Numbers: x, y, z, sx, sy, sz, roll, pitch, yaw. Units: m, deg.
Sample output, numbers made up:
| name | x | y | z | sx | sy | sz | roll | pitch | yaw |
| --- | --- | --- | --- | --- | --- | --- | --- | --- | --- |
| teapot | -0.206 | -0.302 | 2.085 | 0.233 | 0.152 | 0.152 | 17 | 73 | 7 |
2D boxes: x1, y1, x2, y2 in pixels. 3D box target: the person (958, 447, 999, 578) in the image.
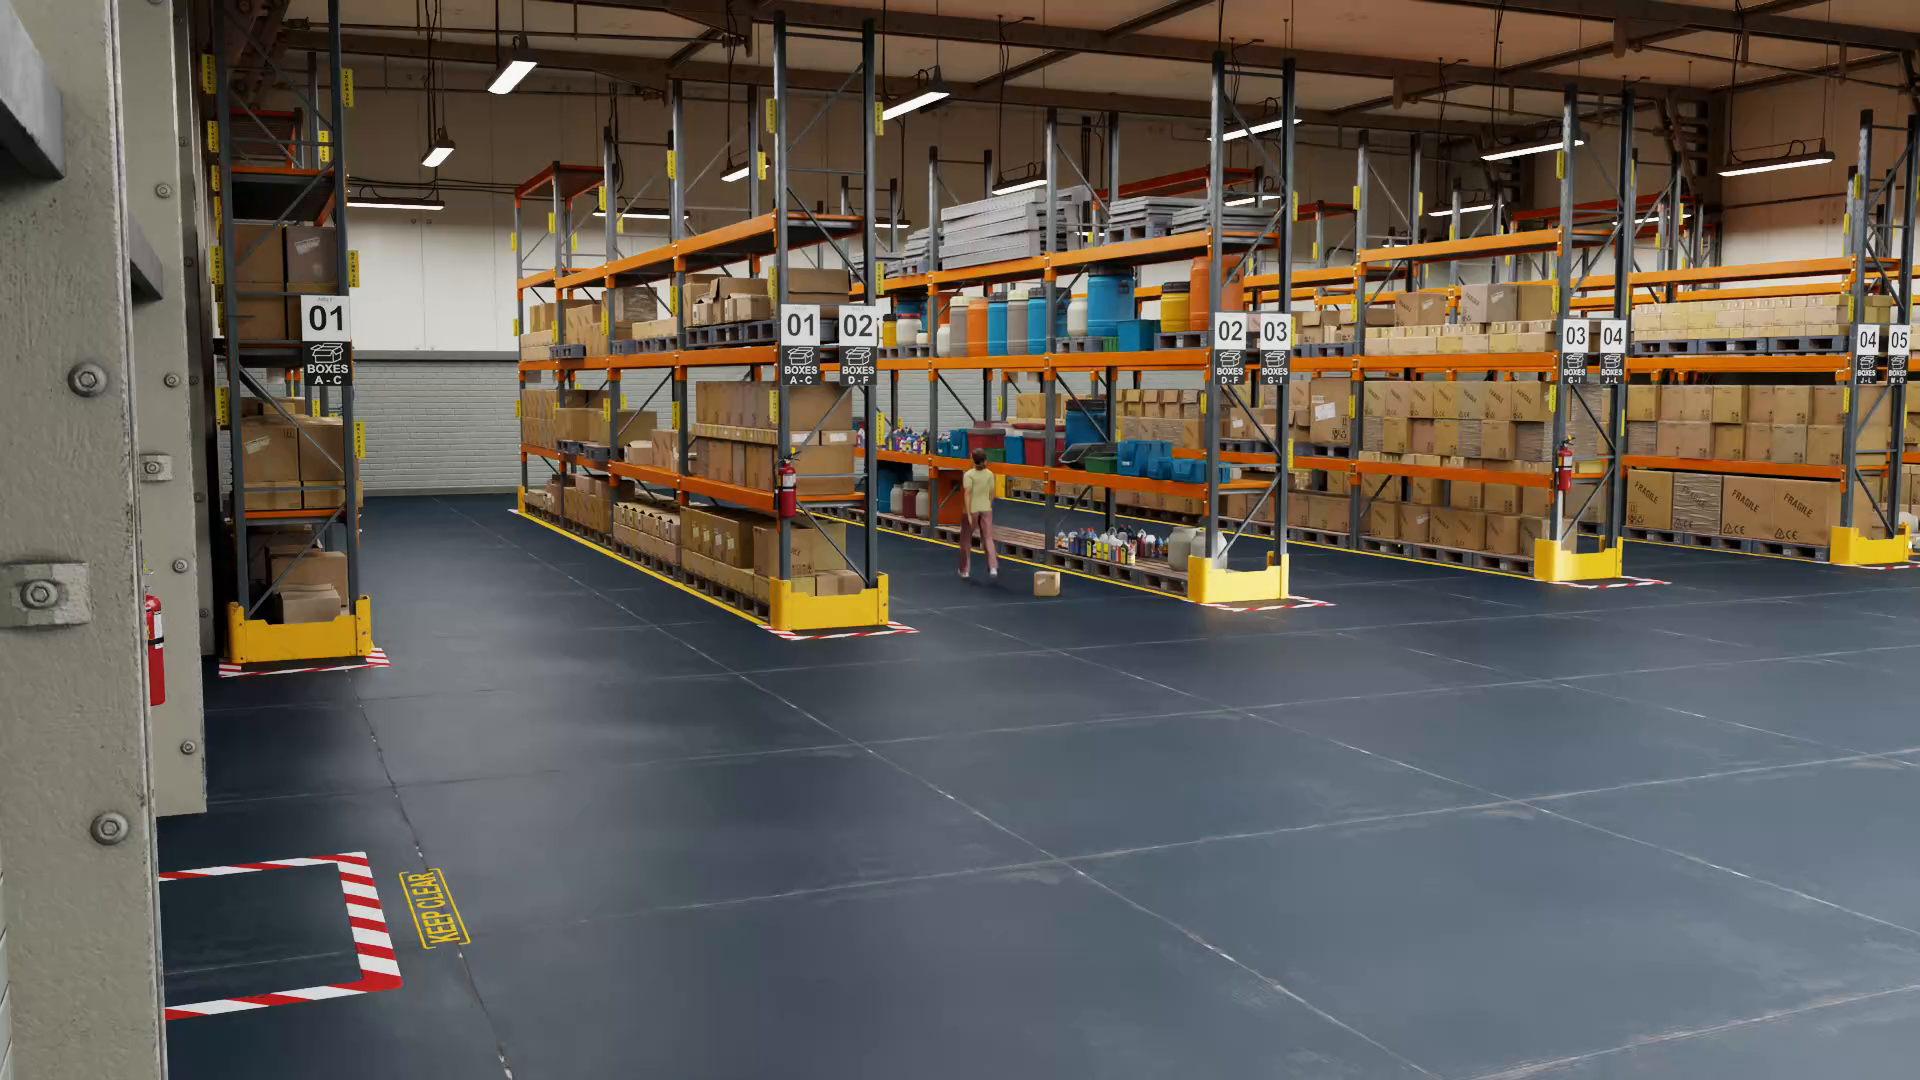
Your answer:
| name | x | y | z | sx | sy | sz | roll | pitch | yaw |
| --- | --- | --- | --- | --- | --- | --- | --- | --- | --- |
| person | 0.222 | -0.328 | 20.368 | 0.432 | 1.619 | 1.034 | -1 | 6 | -13 |
